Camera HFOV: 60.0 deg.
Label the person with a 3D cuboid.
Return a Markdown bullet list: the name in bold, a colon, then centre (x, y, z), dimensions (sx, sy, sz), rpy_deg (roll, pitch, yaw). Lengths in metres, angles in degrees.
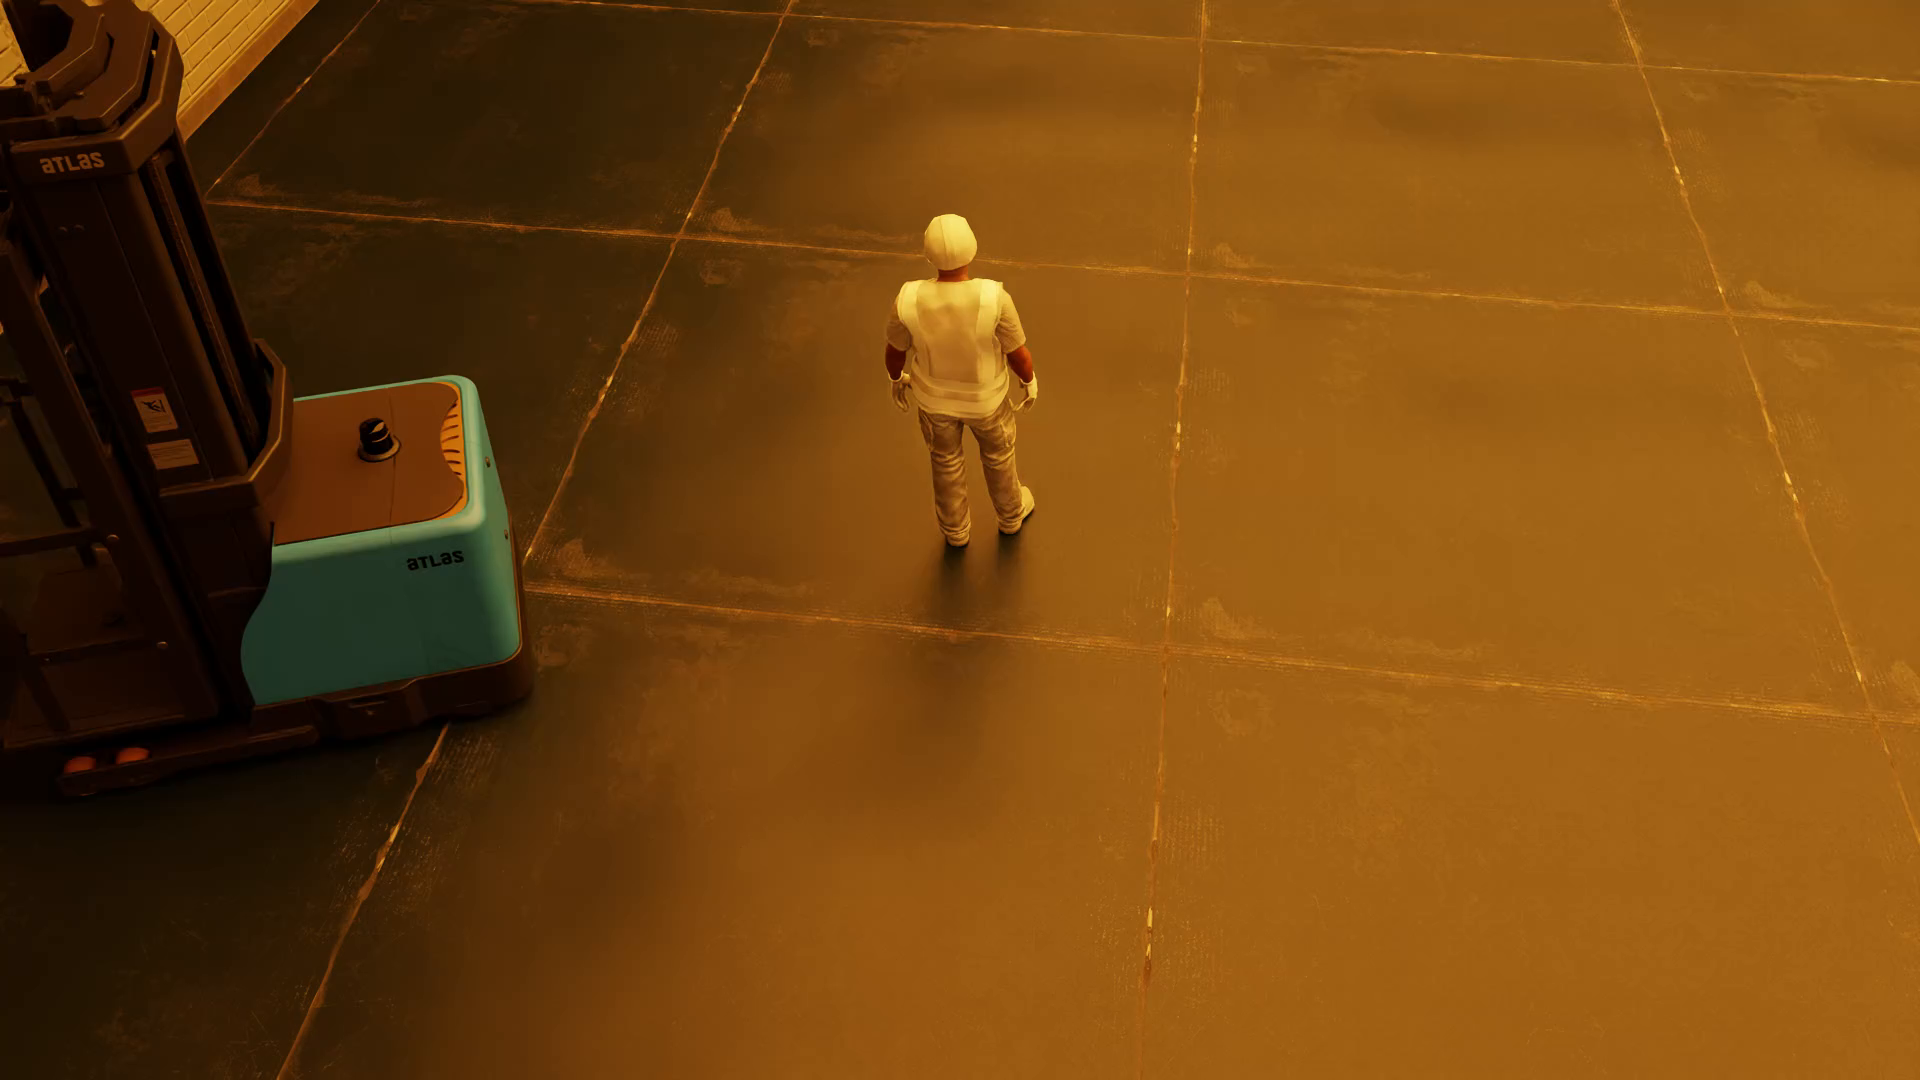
- **person**: centre (0.018, -0.709, 7.334), dimensions (0.656, 1.781, 0.577), rpy_deg (5, 43, 6)

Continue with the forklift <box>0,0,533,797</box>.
- **forklift**: centre (-3.404, -0.438, 6.202), dimensions (3.031, 2.935, 1.130), rpy_deg (-10, 44, -11)
